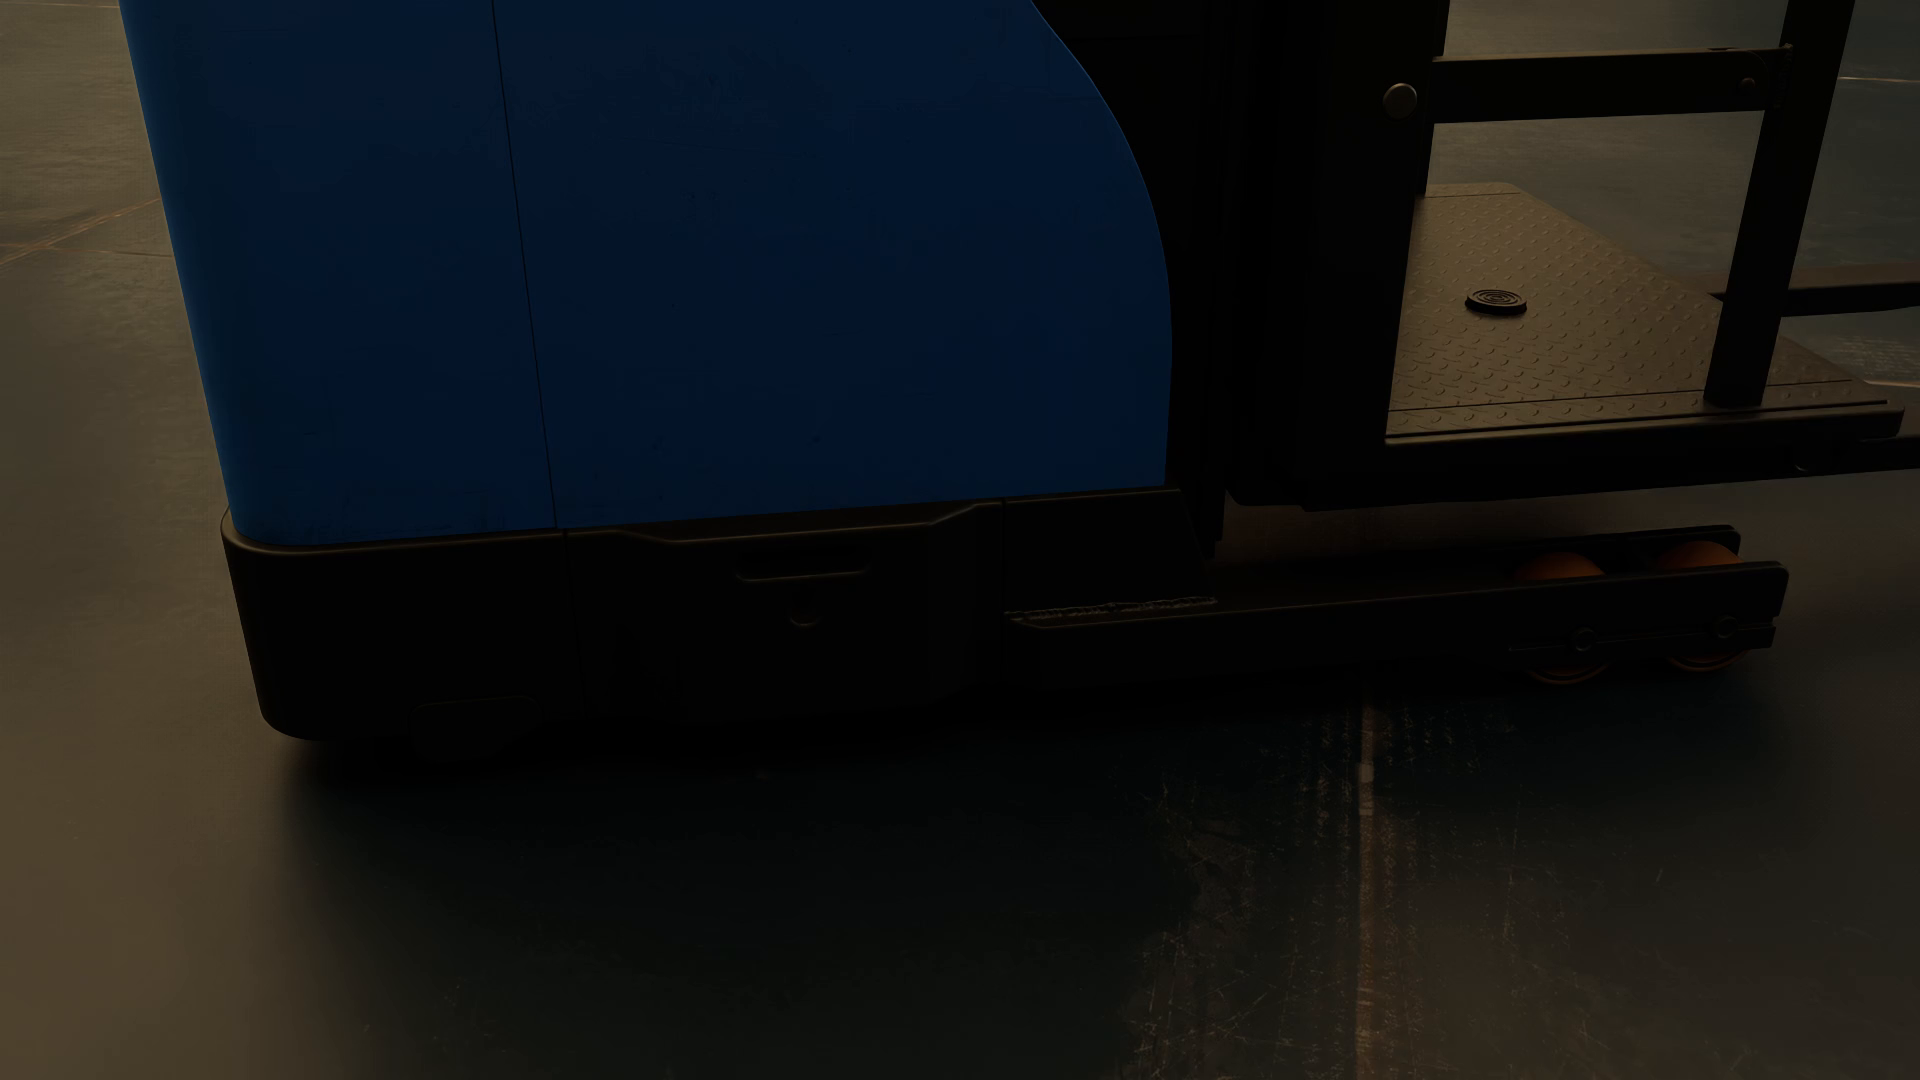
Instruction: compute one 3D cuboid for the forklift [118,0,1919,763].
[{"bbox_3d":[0.600,-1.354,1.930,3.031,2.935,1.130,-4,27,-9],"label":"forklift"}]
